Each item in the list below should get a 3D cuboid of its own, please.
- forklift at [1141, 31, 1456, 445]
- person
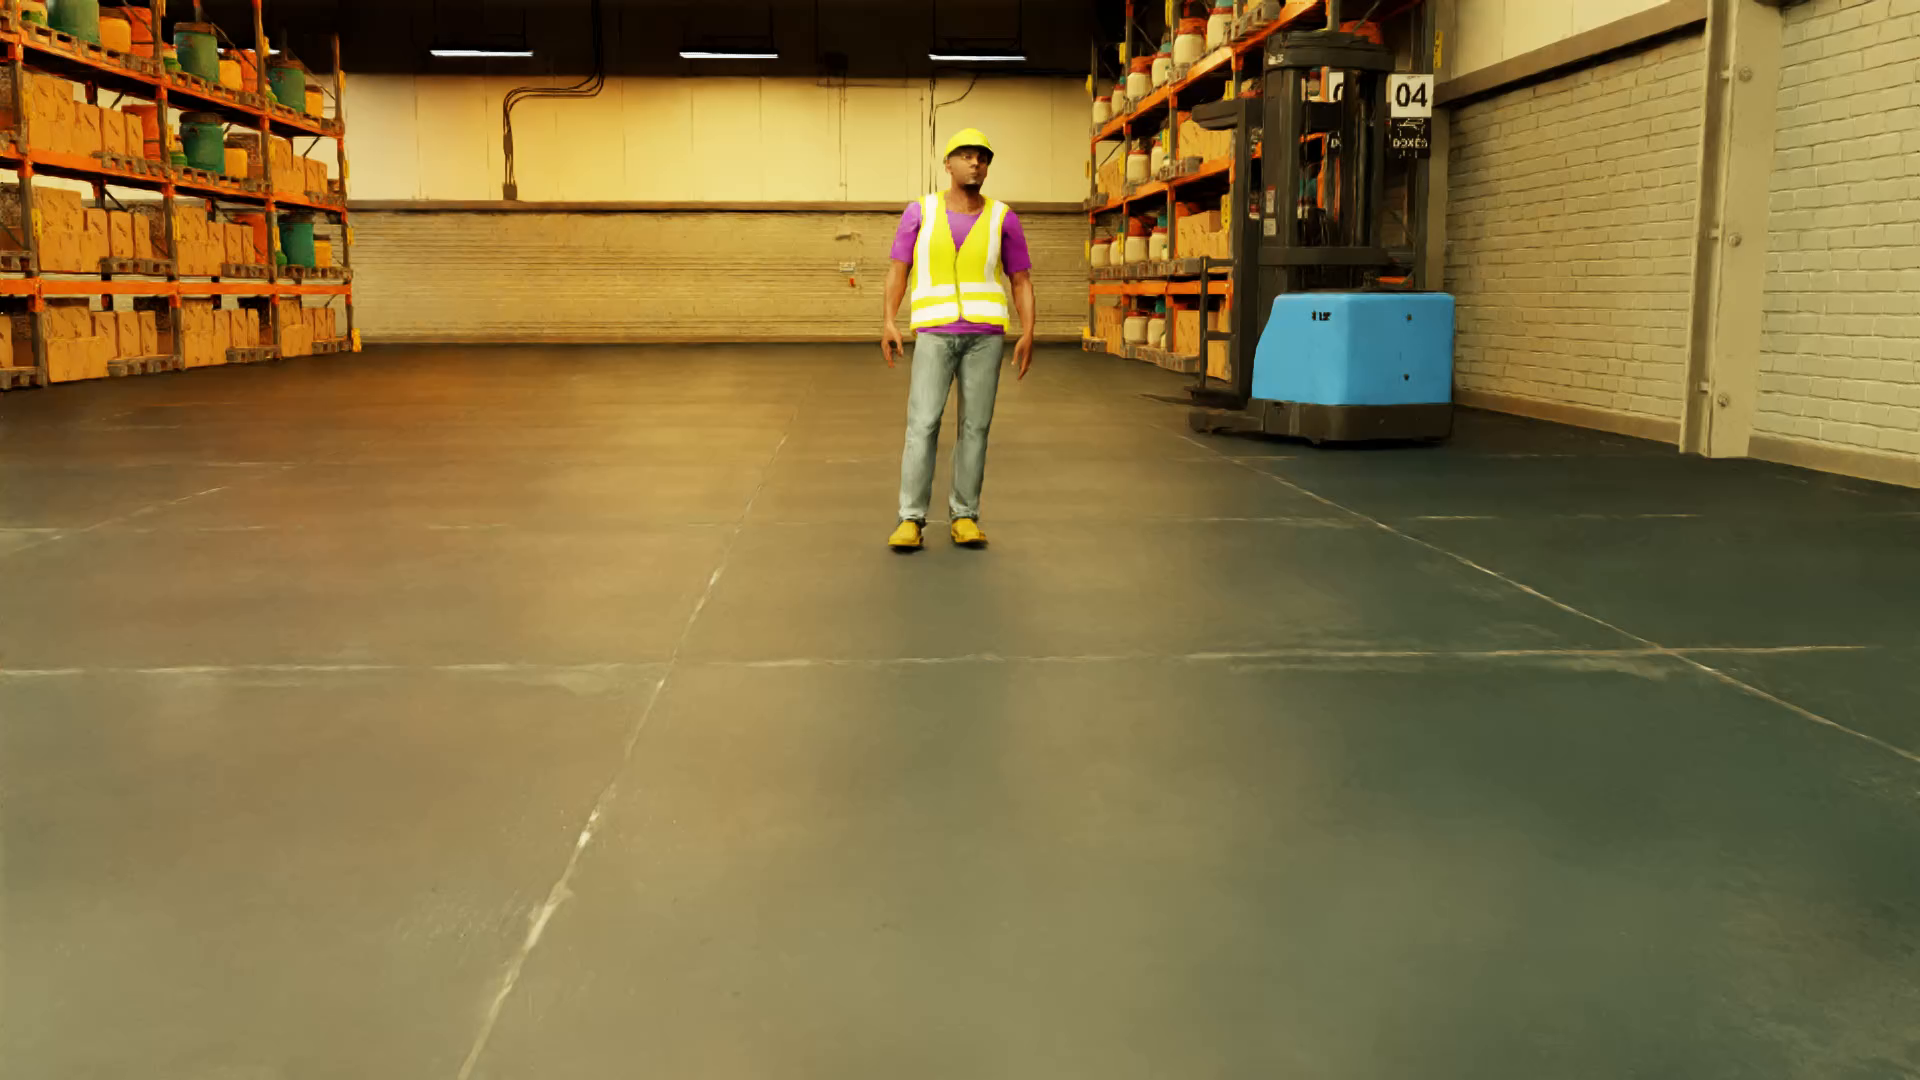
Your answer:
[{"bbox_3d":[2.451,-2.291,12.758,1.130,2.935,3.031,-4,9,-23],"label":"forklift"},{"bbox_3d":[-0.001,-0.871,7.110,0.665,1.766,0.576,-1,8,-4],"label":"person"}]
